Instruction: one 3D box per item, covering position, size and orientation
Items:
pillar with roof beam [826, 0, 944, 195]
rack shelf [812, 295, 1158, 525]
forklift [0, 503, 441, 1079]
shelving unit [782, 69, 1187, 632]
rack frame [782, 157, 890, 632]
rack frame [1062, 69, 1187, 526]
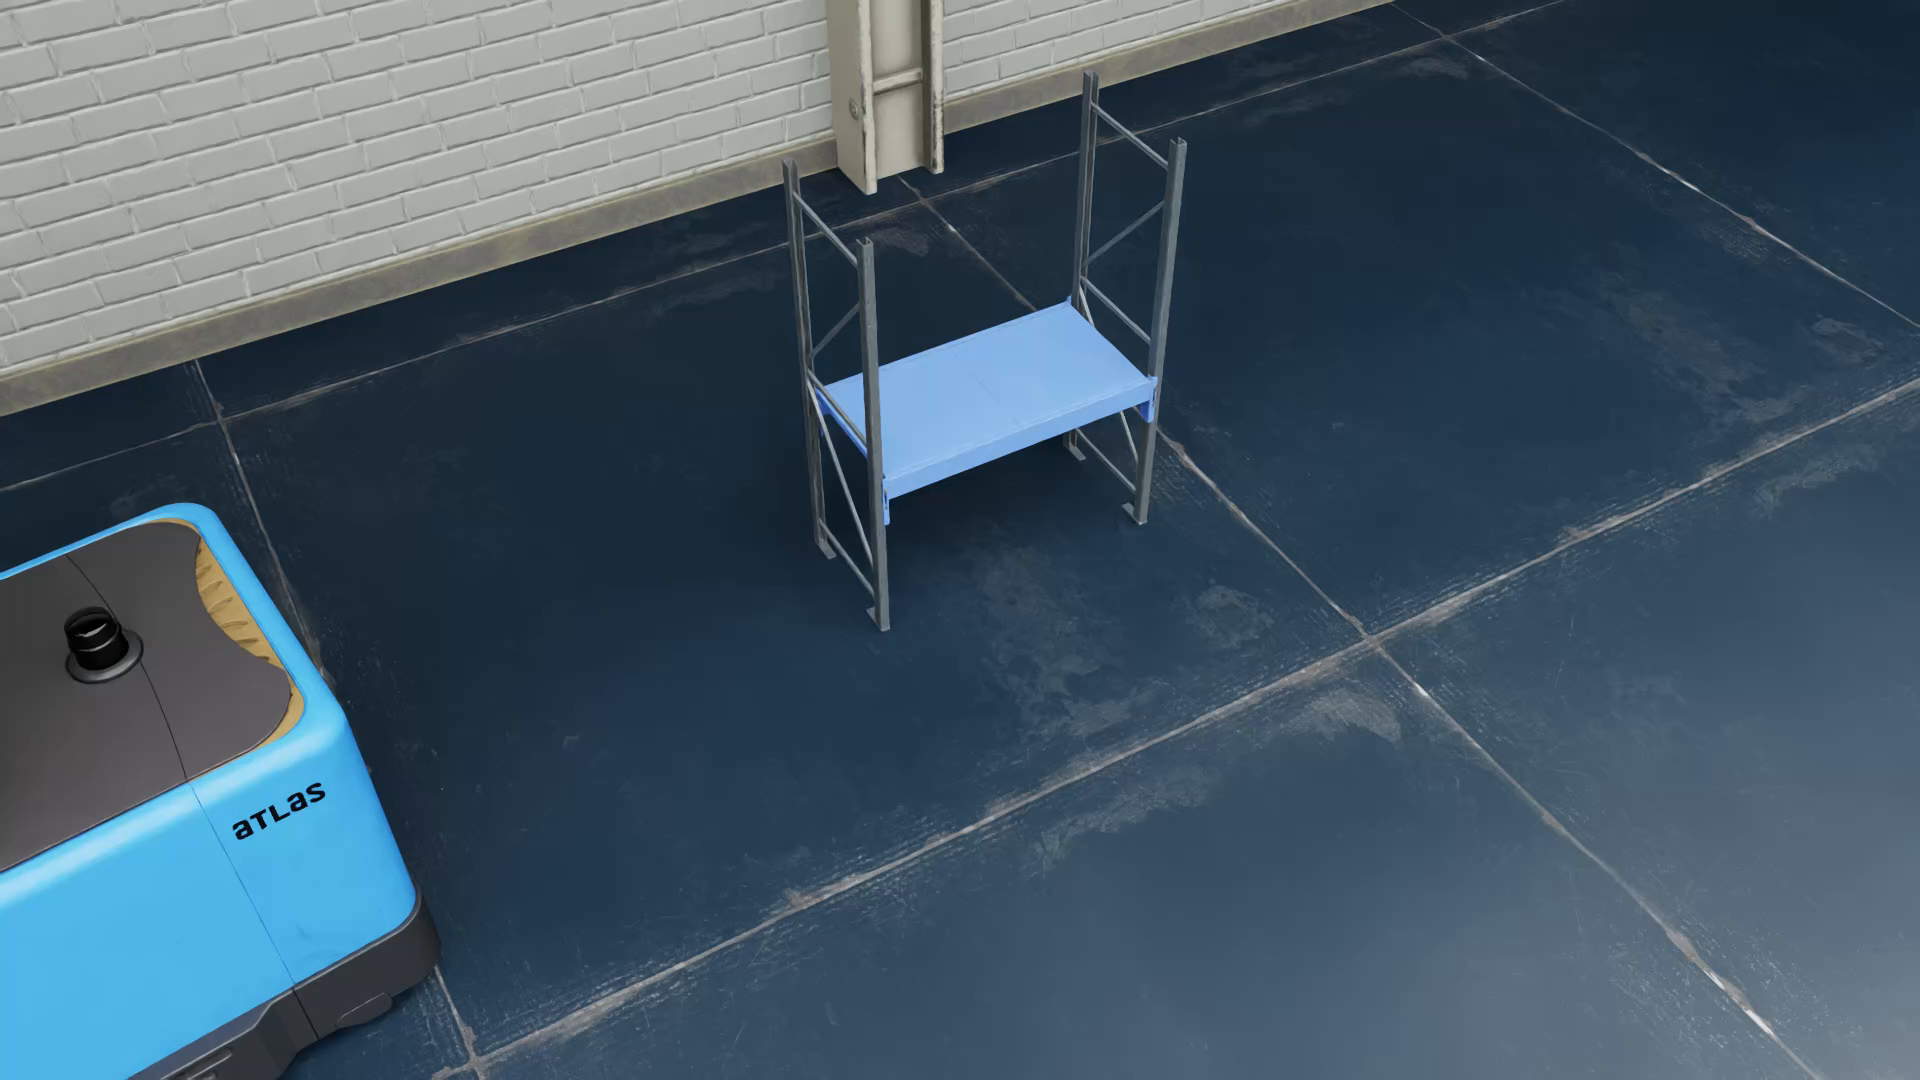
[{"bbox_3d":[1.828,-2.307,1.666,0.400,9.000,9.100,-22,48,-21],"label":"pillar with roof beam"},{"bbox_3d":[0.074,-0.439,5.383,1.000,0.185,0.538,-22,48,-21],"label":"rack shelf"},{"bbox_3d":[-2.881,0.486,3.144,3.031,2.935,1.130,-28,51,-26],"label":"forklift"},{"bbox_3d":[0.074,-0.568,5.258,1.048,1.500,0.538,-22,48,-21],"label":"shelving unit"},{"bbox_3d":[-0.367,-0.391,5.076,0.032,1.500,0.500,-22,48,-21],"label":"rack frame"},{"bbox_3d":[0.515,-0.744,5.440,0.032,1.500,0.500,-22,48,-21],"label":"rack frame"}]
